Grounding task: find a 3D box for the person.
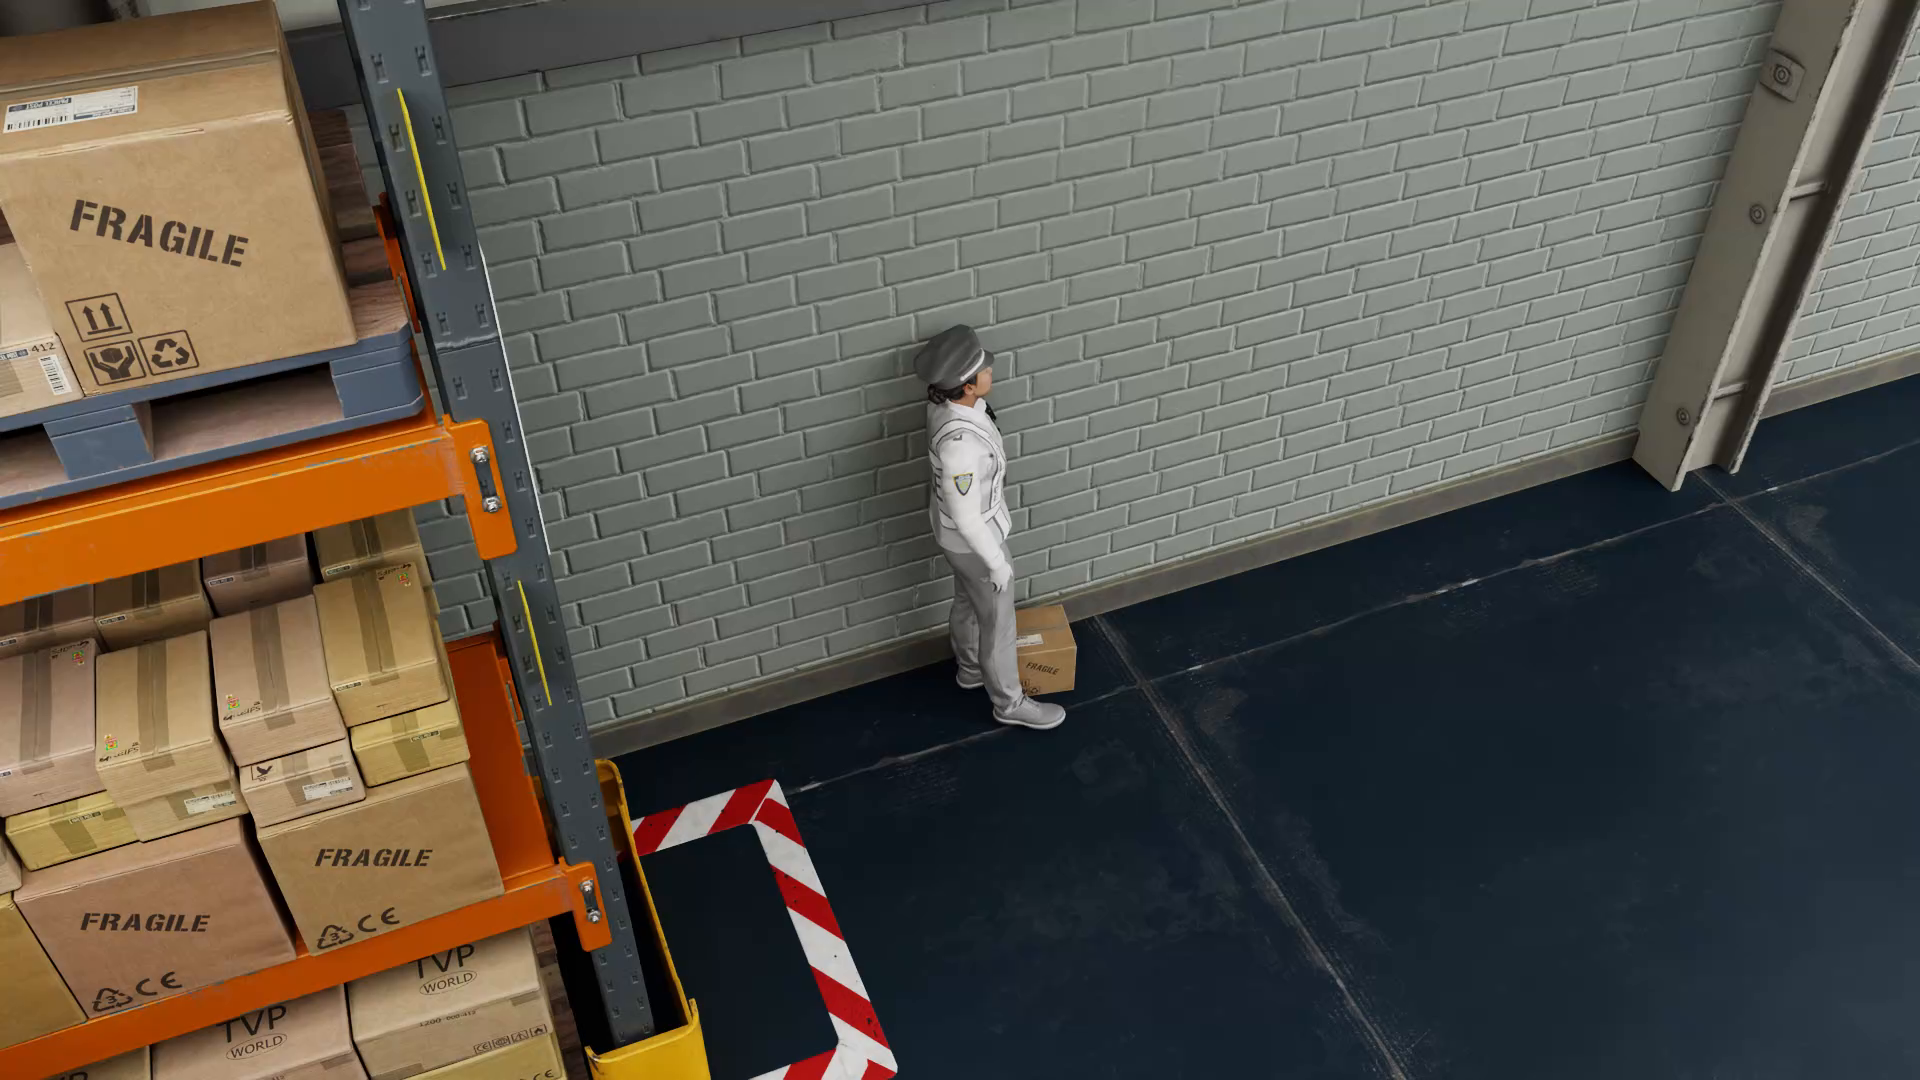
[{"bbox_3d":[0.116,-0.052,6.179,0.533,1.695,0.586,-6,42,-7],"label":"person"}]
